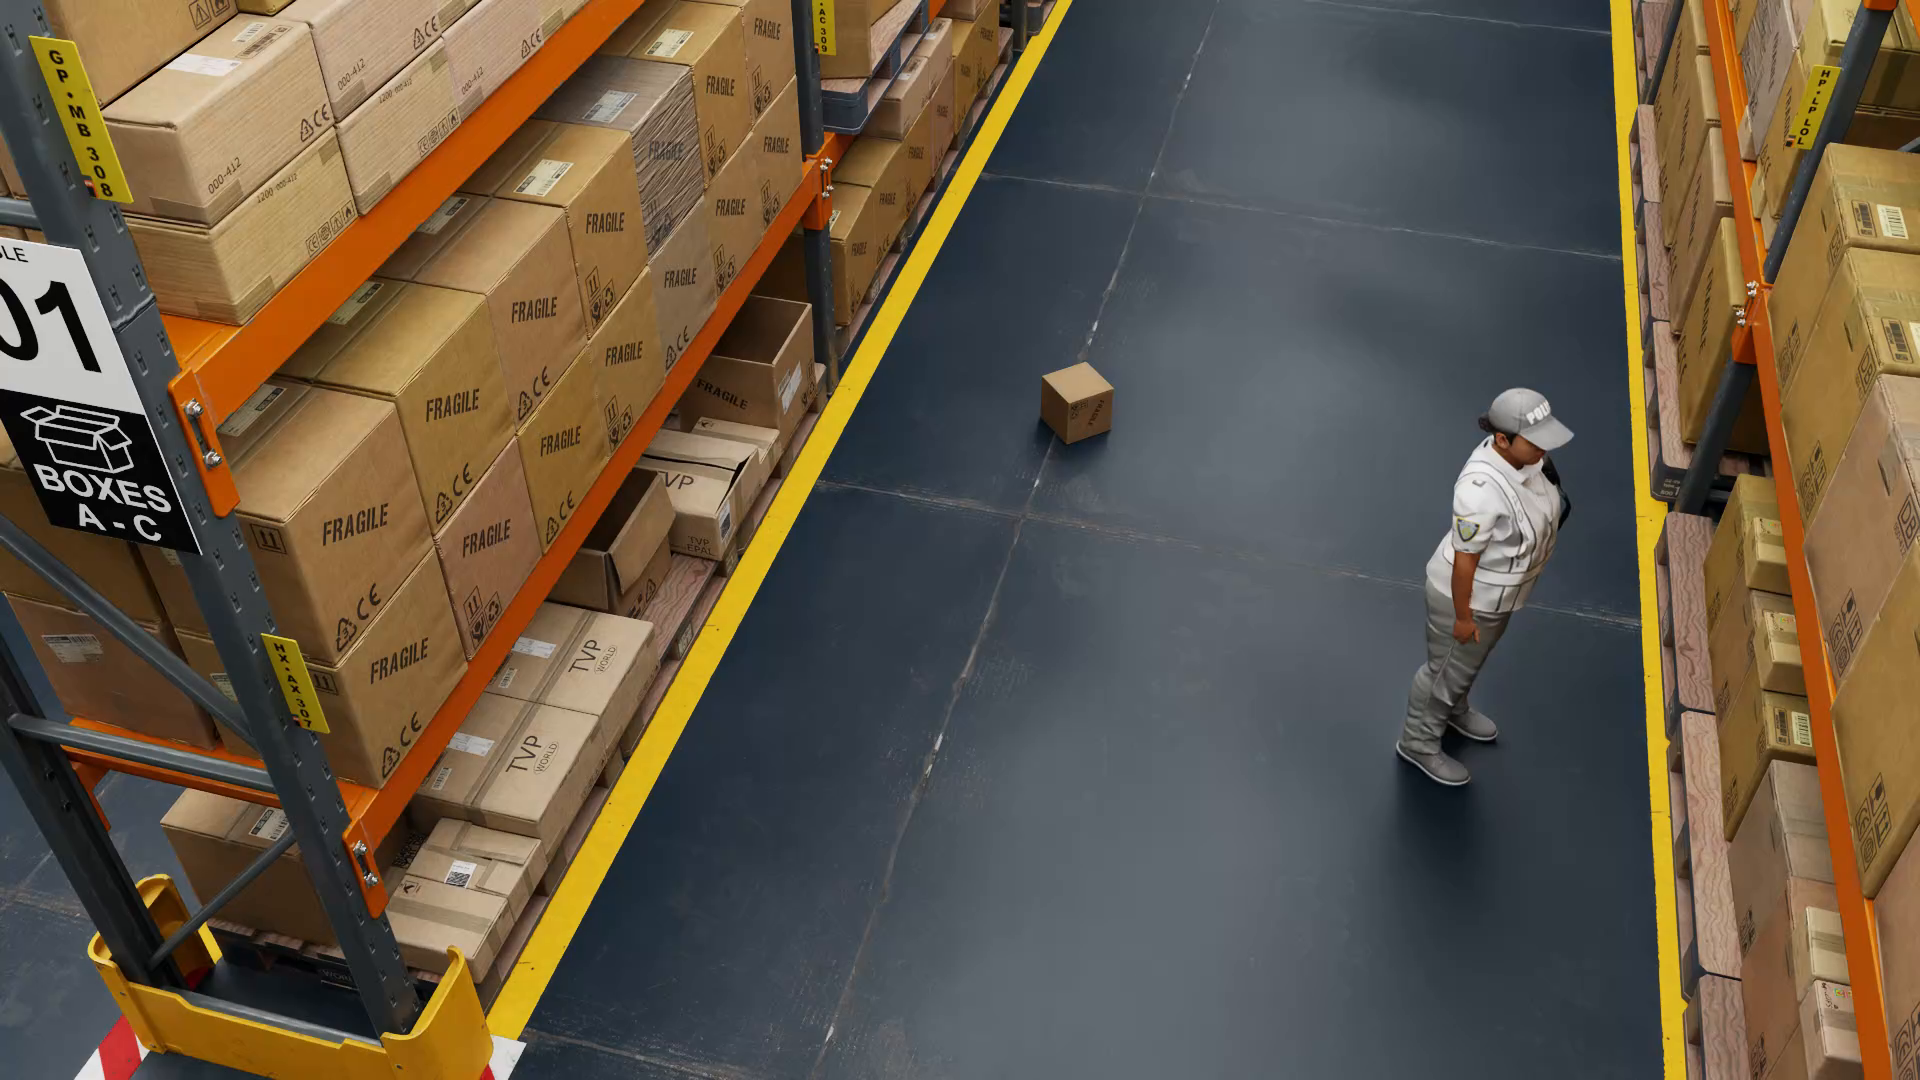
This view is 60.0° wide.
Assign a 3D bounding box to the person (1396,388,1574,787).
[{"bbox_3d":[1.871,0.160,5.965,0.383,1.673,0.474,24,47,25],"label":"person"}]
